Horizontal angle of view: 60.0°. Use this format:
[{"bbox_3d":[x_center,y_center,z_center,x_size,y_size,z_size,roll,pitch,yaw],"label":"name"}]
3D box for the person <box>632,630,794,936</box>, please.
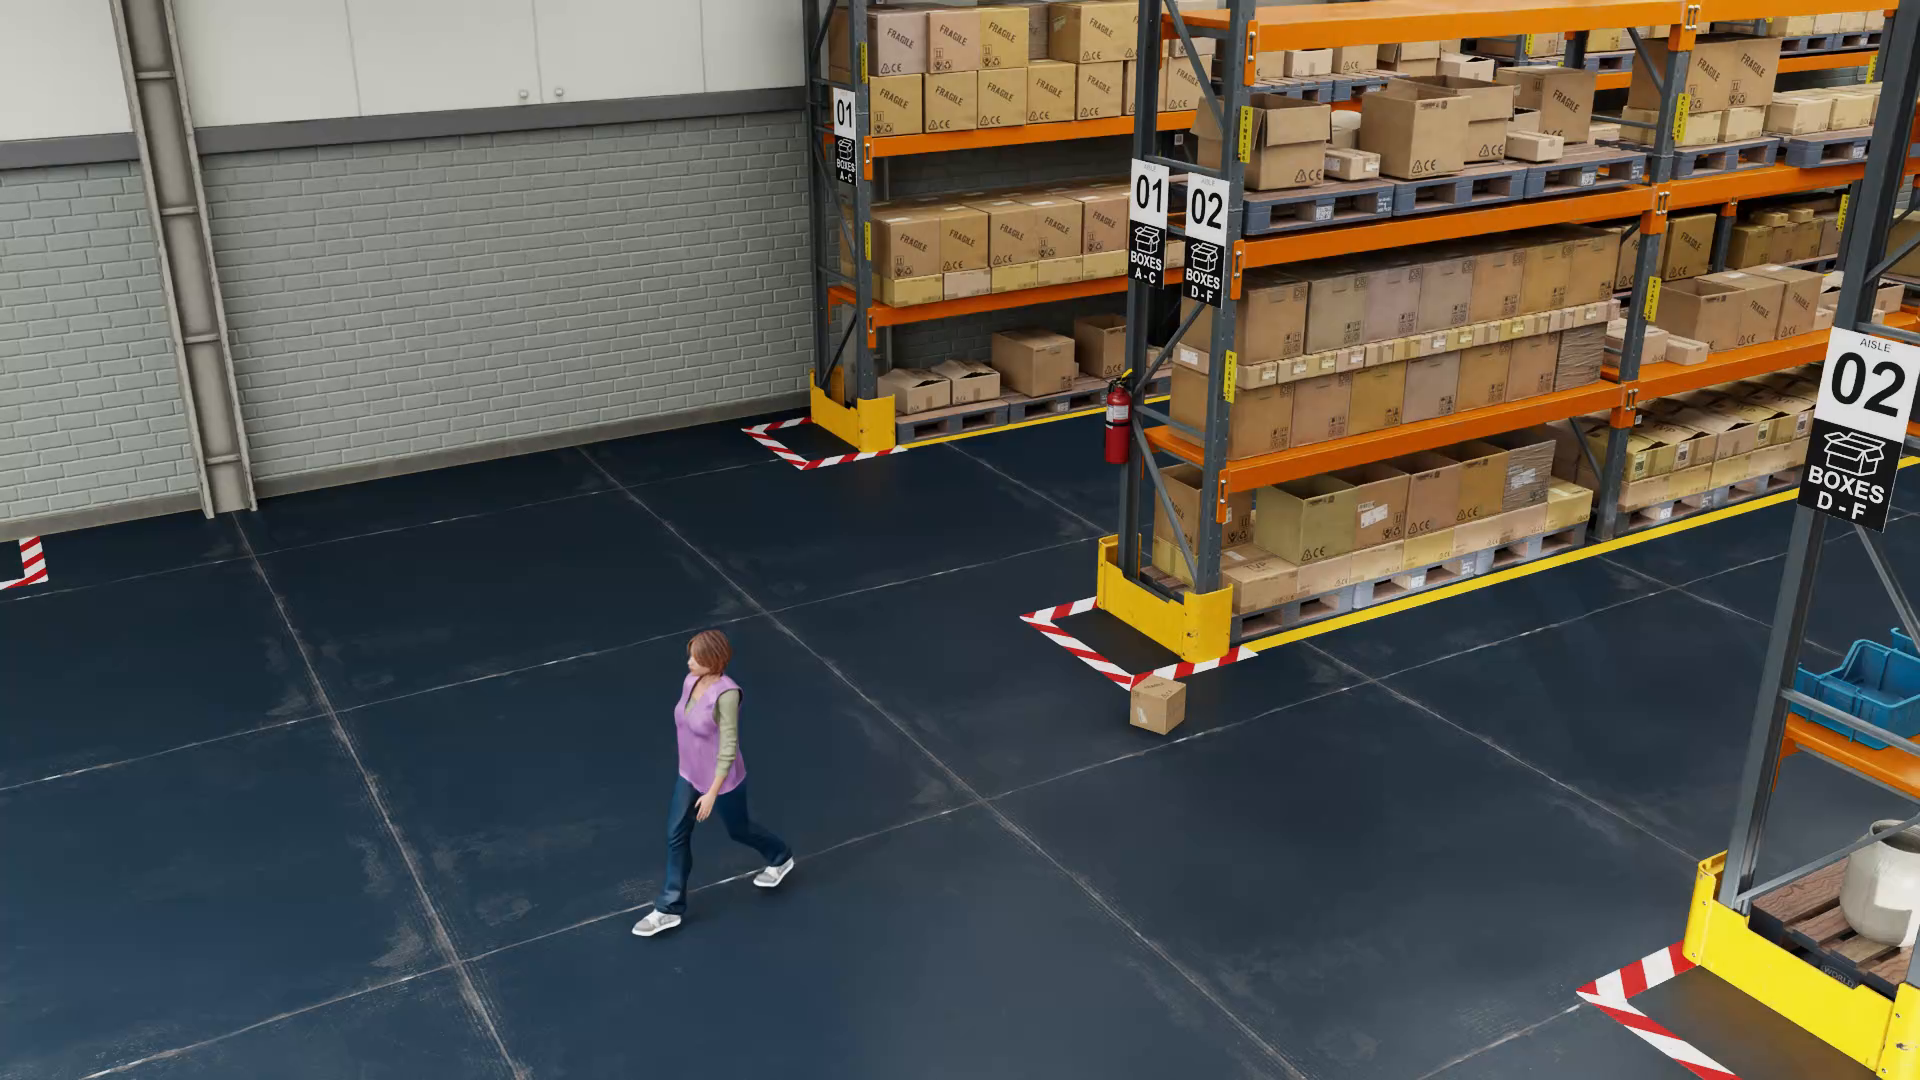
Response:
[{"bbox_3d":[-1.229,1.168,8.208,0.424,1.543,0.938,20,30,41],"label":"person"}]
